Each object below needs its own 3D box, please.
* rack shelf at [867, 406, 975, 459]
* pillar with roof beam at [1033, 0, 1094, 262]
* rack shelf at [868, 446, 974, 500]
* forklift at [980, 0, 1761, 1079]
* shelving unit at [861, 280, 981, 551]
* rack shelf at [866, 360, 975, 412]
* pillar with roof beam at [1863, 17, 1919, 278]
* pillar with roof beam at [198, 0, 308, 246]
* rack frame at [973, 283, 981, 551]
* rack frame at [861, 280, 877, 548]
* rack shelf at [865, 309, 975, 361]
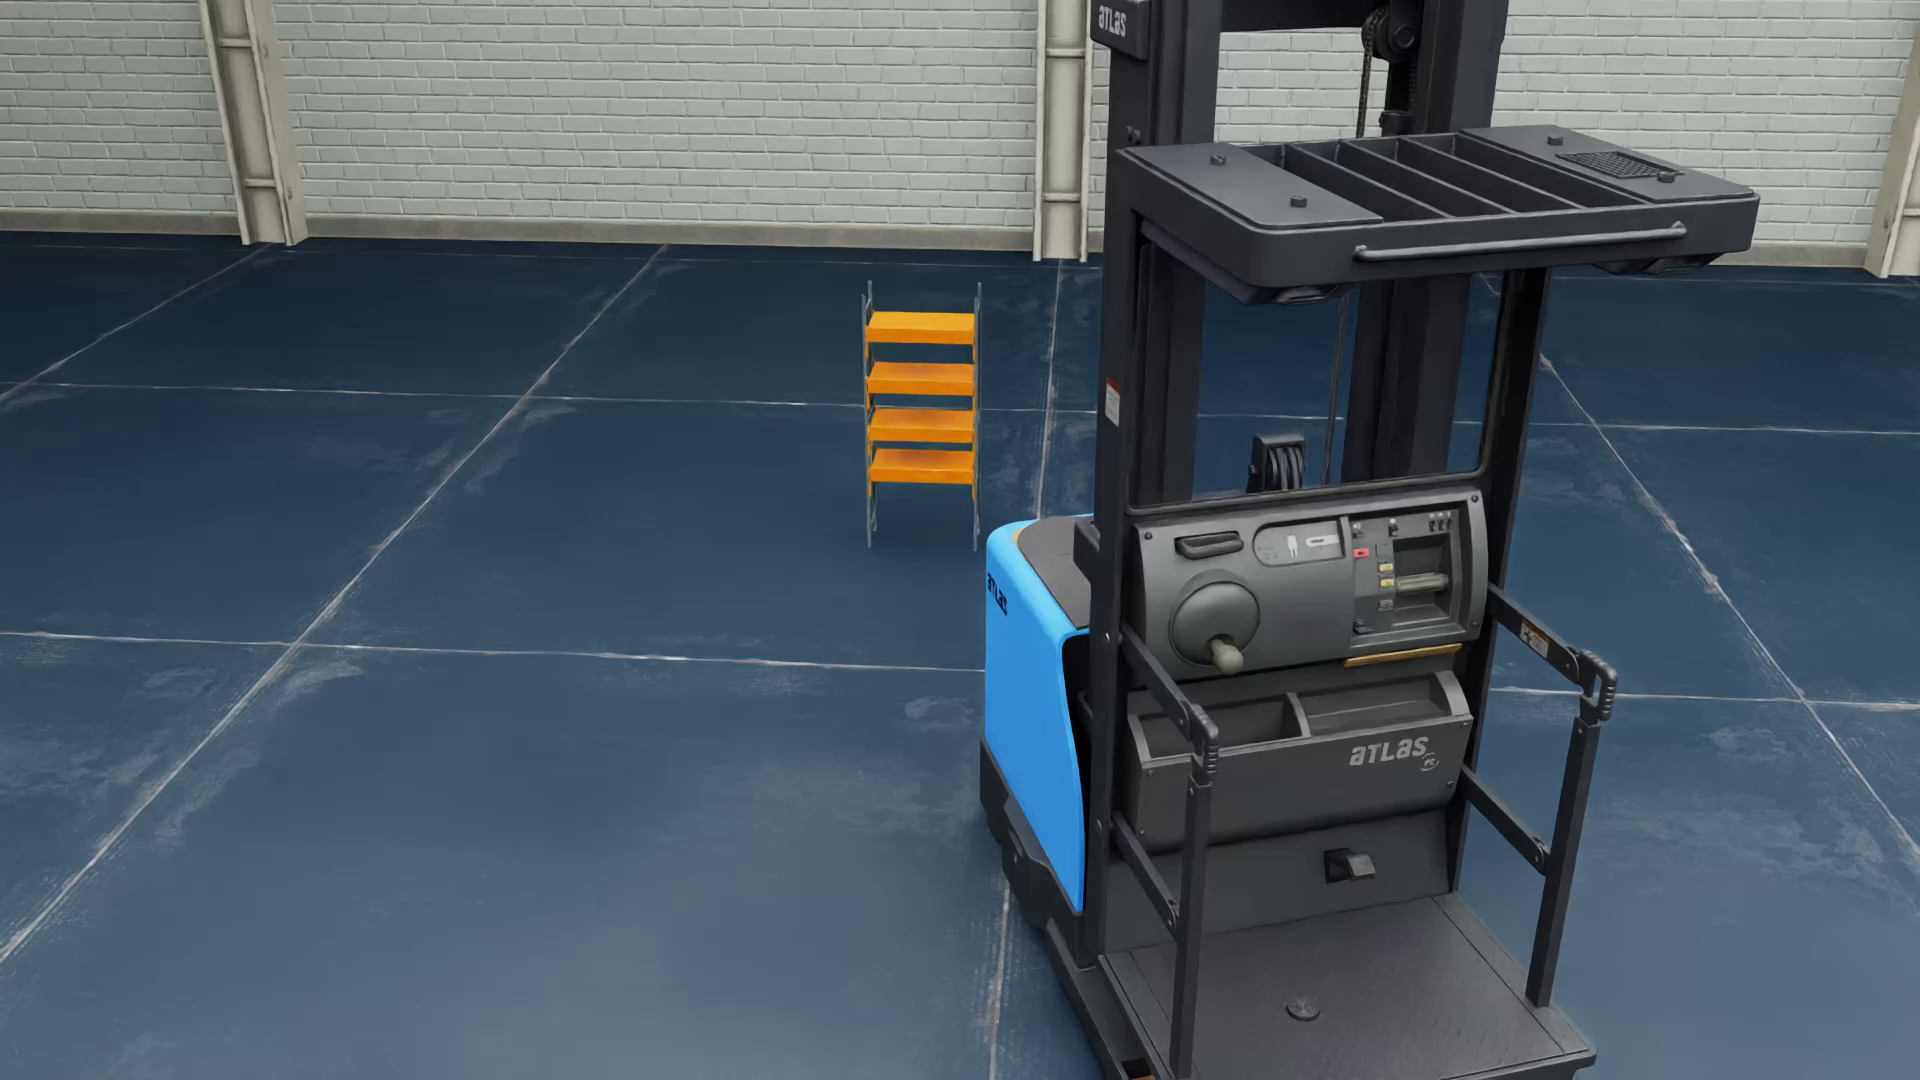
[{"bbox_3d":[-0.165,-0.489,7.539,0.480,0.148,0.258,2,25,4],"label":"rack shelf"},{"bbox_3d":[0.414,-4.401,6.549,0.400,9.000,9.100,2,25,4],"label":"pillar with roof beam"},{"bbox_3d":[-0.165,-0.309,7.622,0.480,0.148,0.258,2,25,4],"label":"rack shelf"},{"bbox_3d":[0.944,0.134,3.953,1.130,2.935,3.031,-6,25,-14],"label":"forklift"},{"bbox_3d":[-0.165,-0.550,7.511,0.503,1.200,0.258,2,25,4],"label":"shelving unit"},{"bbox_3d":[-0.165,-0.692,7.445,0.480,0.148,0.258,2,25,4],"label":"rack shelf"},{"bbox_3d":[6.396,-4.209,6.132,0.400,9.000,9.100,2,25,4],"label":"pillar with roof beam"},{"bbox_3d":[-5.568,-4.593,6.966,0.400,9.000,9.100,2,25,4],"label":"pillar with roof beam"},{"bbox_3d":[0.078,-0.543,7.494,0.015,1.200,0.240,2,25,4],"label":"rack frame"},{"bbox_3d":[-0.408,-0.558,7.528,0.015,1.200,0.240,2,25,4],"label":"rack frame"},{"bbox_3d":[-0.165,-0.907,7.346,0.480,0.148,0.258,2,25,4],"label":"rack shelf"}]
